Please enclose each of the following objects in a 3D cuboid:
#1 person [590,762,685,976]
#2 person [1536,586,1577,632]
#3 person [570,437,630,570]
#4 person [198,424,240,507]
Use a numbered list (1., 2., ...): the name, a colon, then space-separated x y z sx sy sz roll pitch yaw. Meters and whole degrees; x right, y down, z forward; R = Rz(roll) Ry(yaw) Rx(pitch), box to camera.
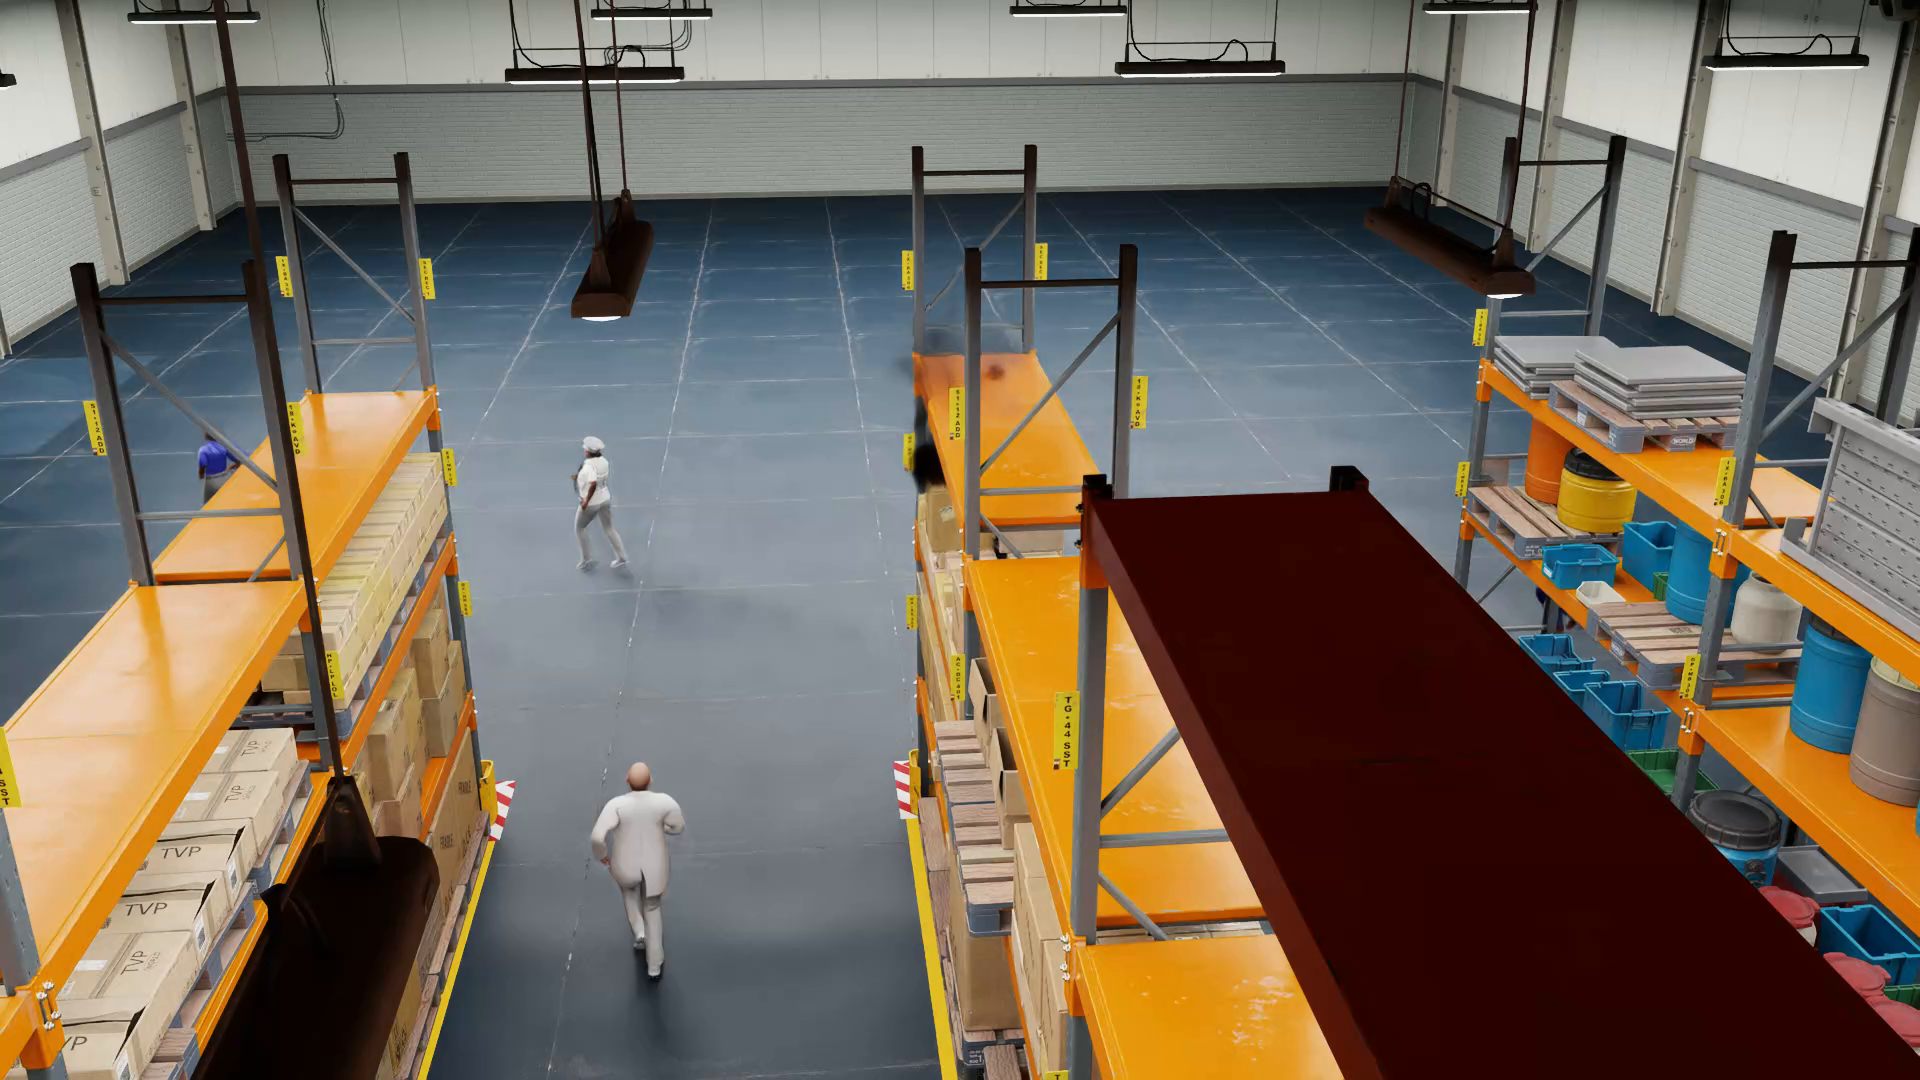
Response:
1. person: -2.491 2.509 12.957 0.719 1.770 0.741 -5 22 -11
2. person: 6.815 0.320 18.686 0.541 1.617 0.603 11 24 26
3. person: -4.469 -0.415 20.396 0.782 1.757 0.546 14 25 31
4. person: -9.467 -0.710 21.271 0.566 1.592 0.574 15 26 34
